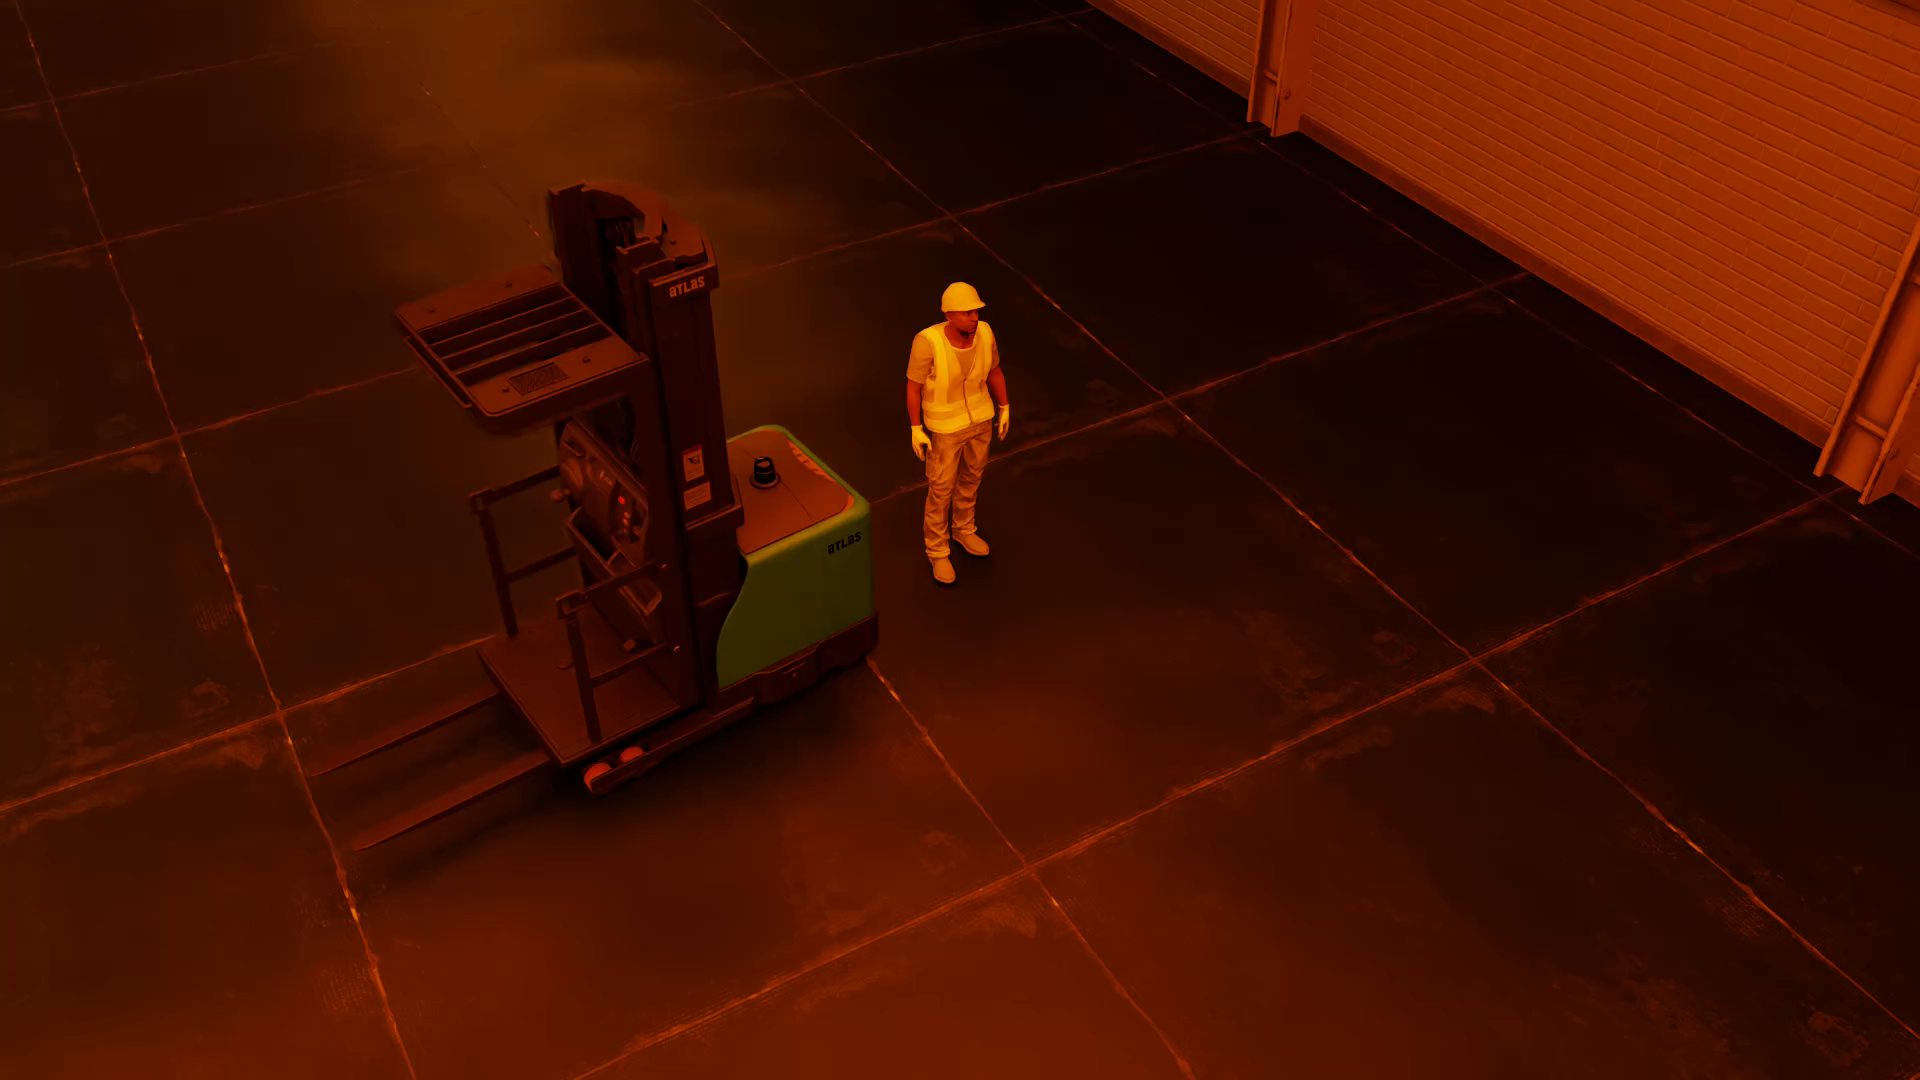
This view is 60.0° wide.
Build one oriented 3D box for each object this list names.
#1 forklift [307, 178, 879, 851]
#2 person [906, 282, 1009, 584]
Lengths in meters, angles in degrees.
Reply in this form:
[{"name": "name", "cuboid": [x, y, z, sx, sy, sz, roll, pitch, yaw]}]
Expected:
[{"name": "forklift", "cuboid": [-1.951, -0.180, 8.253, 3.031, 2.935, 1.130, -25, 46, -27]}, {"name": "person", "cuboid": [0.028, -0.647, 9.708, 0.656, 1.777, 0.576, -20, 44, -23]}]
